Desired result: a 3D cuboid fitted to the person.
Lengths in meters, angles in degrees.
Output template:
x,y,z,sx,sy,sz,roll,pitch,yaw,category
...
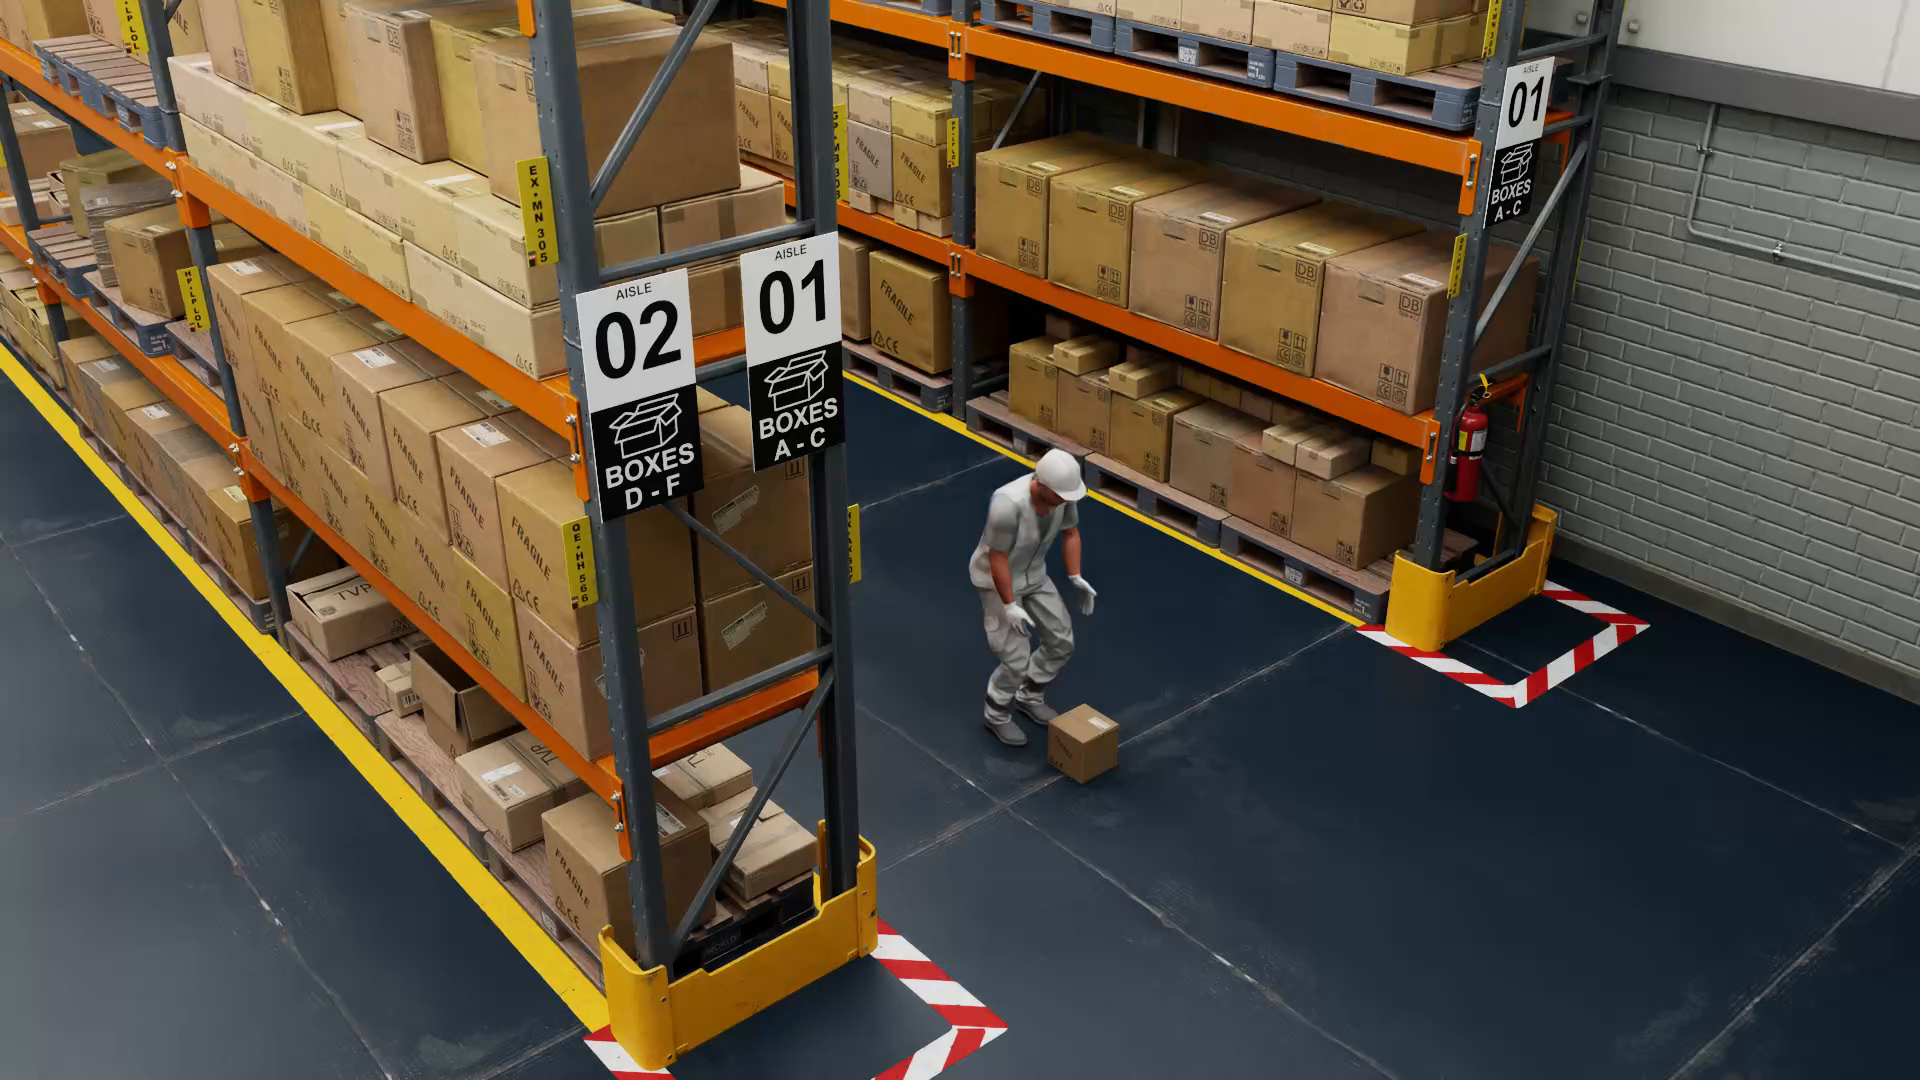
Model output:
x,y,z,sx,sy,sz,roll,pitch,yaw,category
0.363,0.244,8.311,0.568,1.627,0.602,-21,34,-34,person
